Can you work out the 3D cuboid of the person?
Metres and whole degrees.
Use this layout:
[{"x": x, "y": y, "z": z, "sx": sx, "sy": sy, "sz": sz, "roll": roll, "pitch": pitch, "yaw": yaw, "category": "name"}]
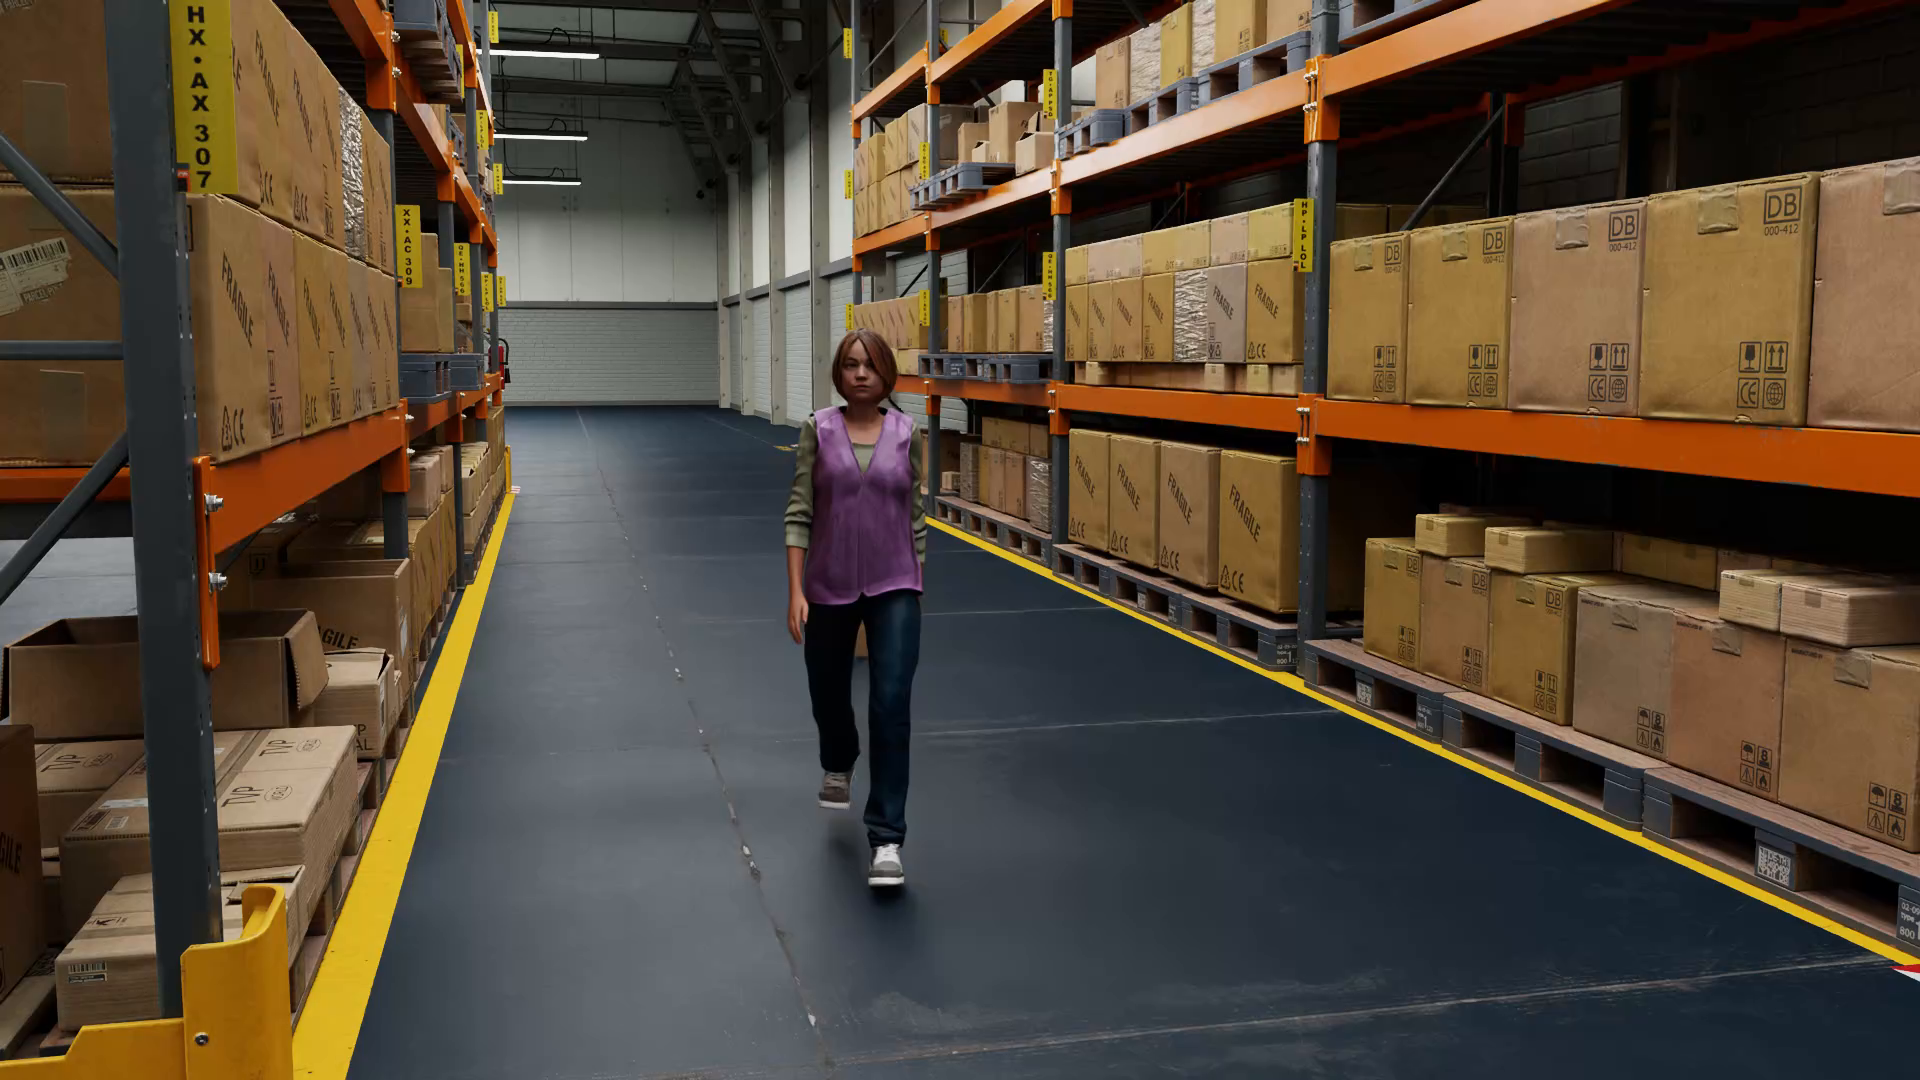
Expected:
[{"x": -0.304, "y": 0.163, "z": 4.902, "sx": 0.418, "sy": 1.539, "sz": 0.859, "roll": 0, "pitch": 6, "yaw": -3, "category": "person"}]
